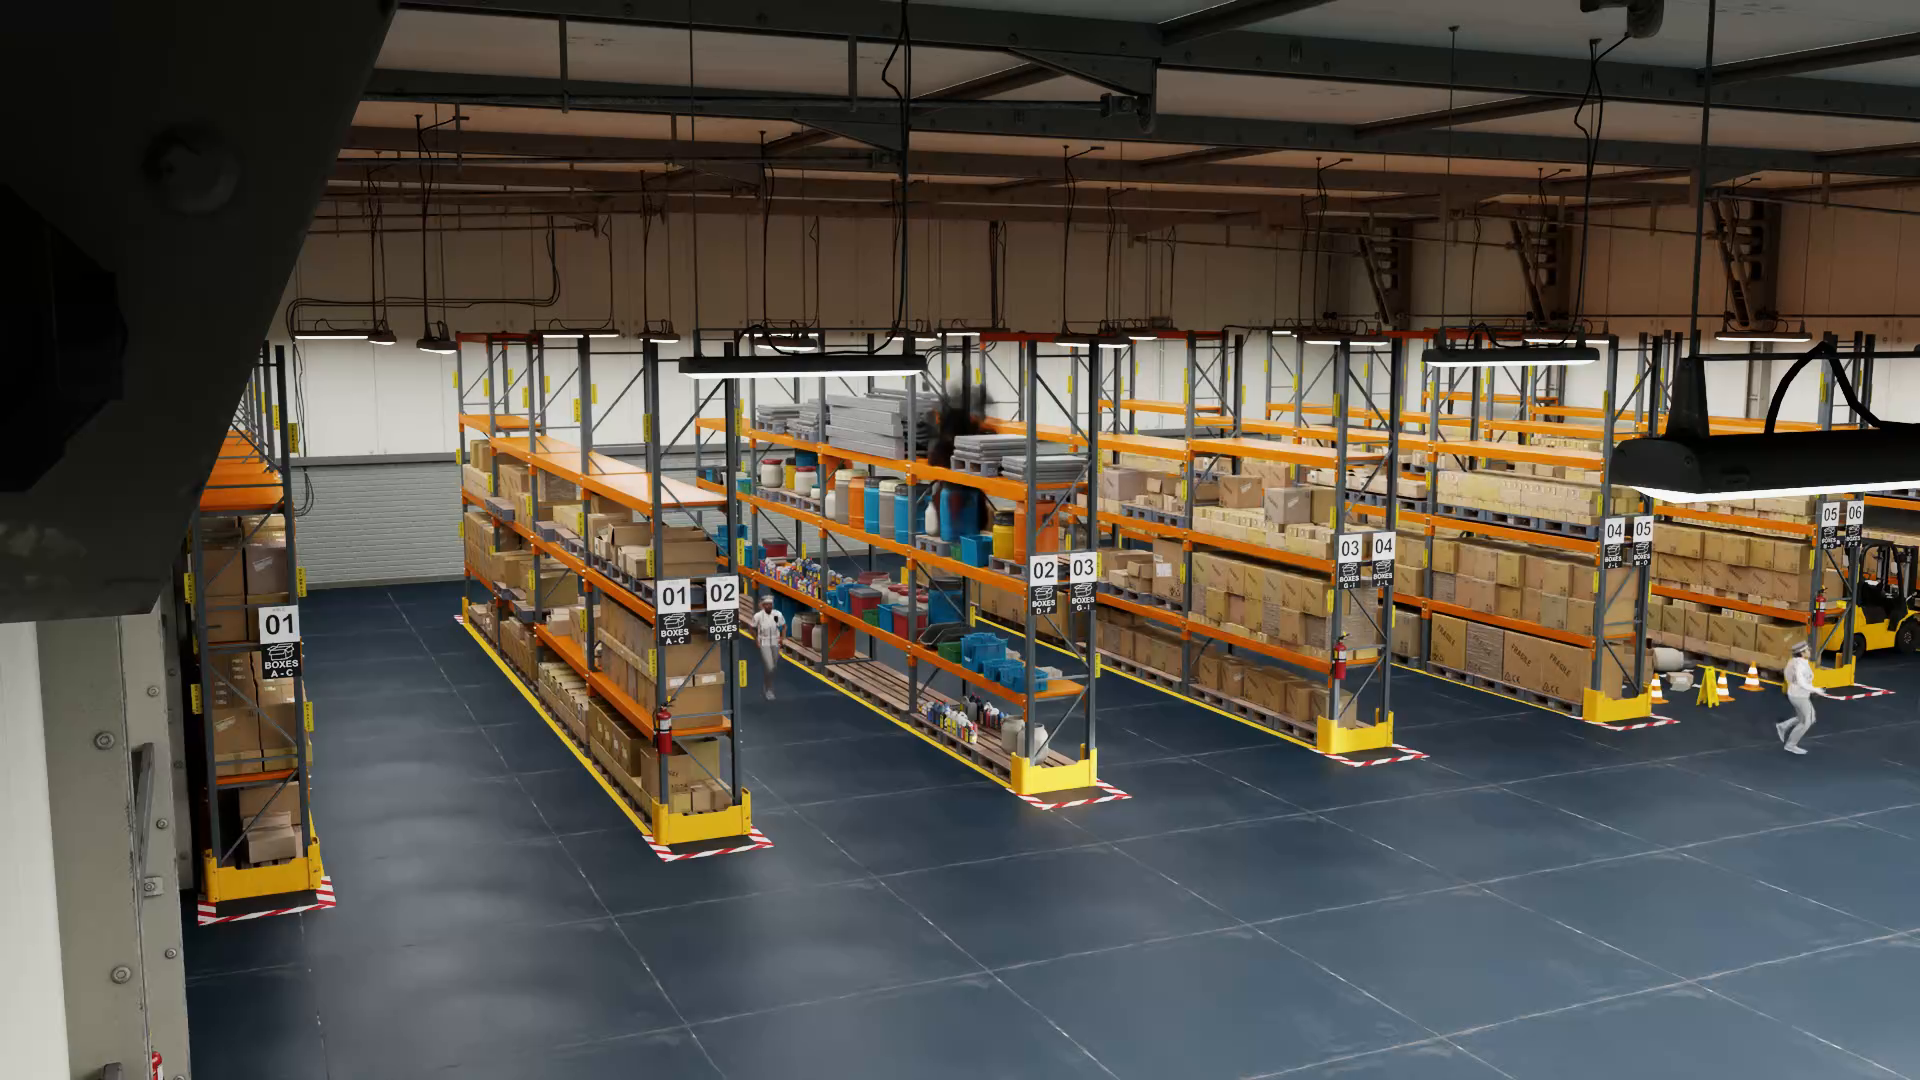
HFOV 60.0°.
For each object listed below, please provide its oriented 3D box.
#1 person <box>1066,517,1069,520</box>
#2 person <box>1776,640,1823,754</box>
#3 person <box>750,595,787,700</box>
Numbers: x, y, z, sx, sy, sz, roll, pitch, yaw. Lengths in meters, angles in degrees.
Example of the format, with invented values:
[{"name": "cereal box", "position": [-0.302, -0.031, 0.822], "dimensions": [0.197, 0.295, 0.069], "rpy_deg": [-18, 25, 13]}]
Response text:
[{"name": "person", "position": [2.516, 0.254, 39.224], "dimensions": [0.581, 1.608, 0.499], "rpy_deg": [-4, 8, -24]}, {"name": "person", "position": [12.210, 2.272, 24.134], "dimensions": [0.537, 1.660, 0.658], "rpy_deg": [2, 8, 18]}, {"name": "person", "position": [-3.074, 1.692, 26.733], "dimensions": [0.596, 1.693, 0.738], "rpy_deg": [-3, 8, -20]}]
